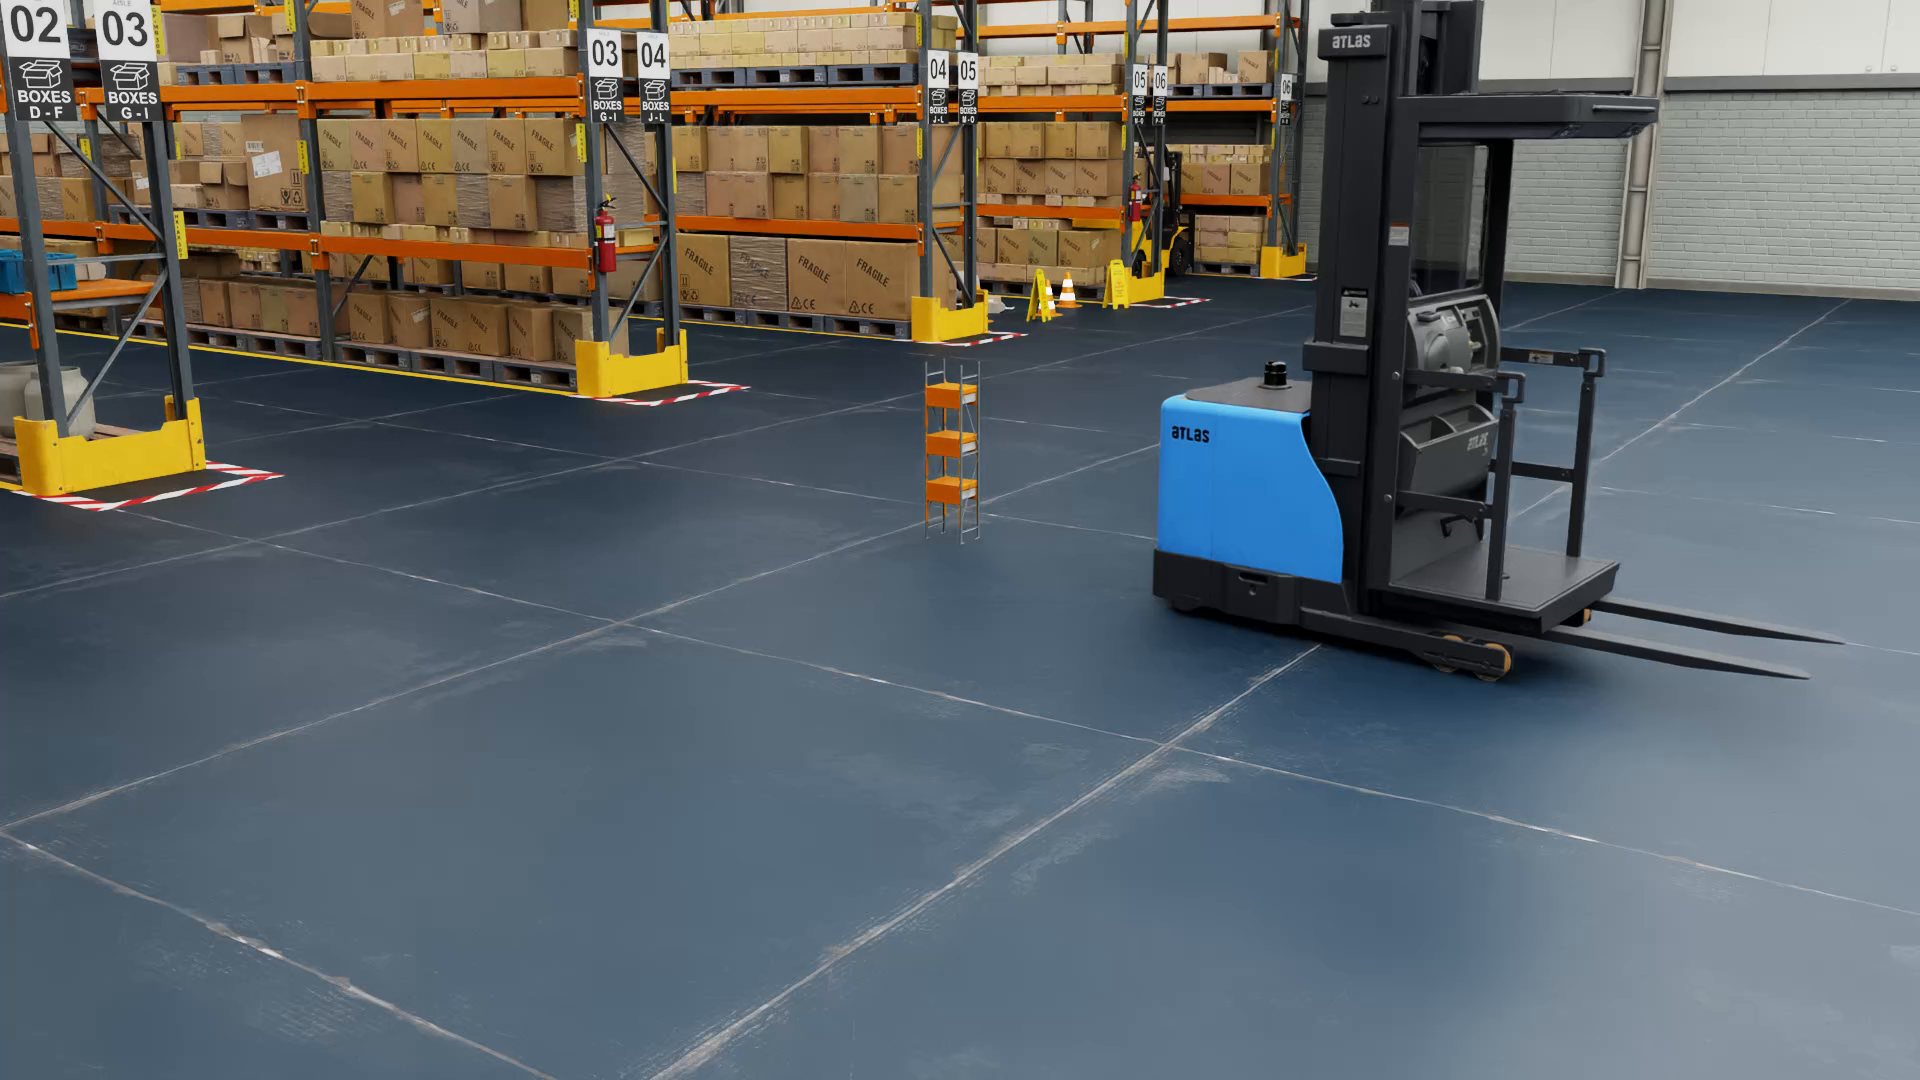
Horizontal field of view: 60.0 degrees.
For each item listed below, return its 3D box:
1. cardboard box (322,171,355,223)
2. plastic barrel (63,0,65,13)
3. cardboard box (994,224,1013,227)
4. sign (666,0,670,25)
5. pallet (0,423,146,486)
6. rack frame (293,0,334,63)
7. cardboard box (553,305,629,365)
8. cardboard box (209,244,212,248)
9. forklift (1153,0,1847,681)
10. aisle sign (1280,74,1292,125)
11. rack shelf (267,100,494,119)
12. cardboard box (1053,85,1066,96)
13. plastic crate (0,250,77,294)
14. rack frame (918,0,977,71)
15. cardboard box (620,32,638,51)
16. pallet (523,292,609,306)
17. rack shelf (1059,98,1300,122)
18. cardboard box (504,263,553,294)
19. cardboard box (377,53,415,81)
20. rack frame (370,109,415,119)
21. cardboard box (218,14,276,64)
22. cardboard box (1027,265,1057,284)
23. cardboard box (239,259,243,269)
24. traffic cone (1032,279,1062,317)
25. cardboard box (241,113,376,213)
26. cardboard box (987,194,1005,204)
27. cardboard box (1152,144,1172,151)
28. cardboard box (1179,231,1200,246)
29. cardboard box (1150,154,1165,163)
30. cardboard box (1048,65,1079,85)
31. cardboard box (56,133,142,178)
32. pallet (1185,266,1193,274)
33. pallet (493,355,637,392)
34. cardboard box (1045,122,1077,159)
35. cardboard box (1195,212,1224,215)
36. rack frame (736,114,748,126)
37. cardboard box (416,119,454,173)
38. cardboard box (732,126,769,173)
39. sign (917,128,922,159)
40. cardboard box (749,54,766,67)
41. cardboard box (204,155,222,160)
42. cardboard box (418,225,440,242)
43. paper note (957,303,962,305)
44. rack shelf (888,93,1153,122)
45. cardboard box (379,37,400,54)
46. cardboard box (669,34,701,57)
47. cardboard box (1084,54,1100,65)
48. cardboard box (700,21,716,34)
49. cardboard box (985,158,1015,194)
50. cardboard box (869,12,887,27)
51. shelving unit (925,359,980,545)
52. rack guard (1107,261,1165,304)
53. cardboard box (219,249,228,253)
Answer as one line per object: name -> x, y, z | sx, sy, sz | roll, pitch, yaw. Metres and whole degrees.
cardboard box -> -5.965, -3.522, 16.980 | 0.500, 0.500, 0.875 | 9, 17, 33
plastic barrel -> -6.223, -3.786, 10.863 | 0.708, 0.830, 0.600 | 9, 17, 33
cardboard box -> 0.715, -4.449, 24.839 | 0.500, 0.500, 0.500 | 10, 17, 36
sign -> -2.682, -4.853, 15.126 | 0.005, 0.325, 0.100 | 9, 17, 33
pallet -> -6.509, -0.635, 11.947 | 1.213, 0.211, 1.003 | 9, 17, 33
rack frame -> -6.303, -6.313, 16.600 | 0.127, 3.000, 1.000 | 9, 17, 33
cardboard box -> -3.493, -1.942, 15.756 | 0.500, 0.500, 0.500 | 13, 19, 43
cardboard box -> -11.798, -4.770, 26.669 | 0.250, 0.149, 0.380 | 9, 17, 33
forklift -> 2.437, -0.944, 7.538 | 3.031, 2.935, 1.130 | 11, 18, 38
aisle sign -> 5.204, -7.026, 26.552 | 0.004, 0.787, 0.394 | 9, 17, 33
rack shelf -> -8.430, -6.288, 24.238 | 4.000, 0.370, 1.077 | 9, 17, 33
cardboard box -> 1.495, -6.284, 23.244 | 0.250, 0.149, 0.380 | 9, 17, 33
plastic crate -> -6.331, -1.813, 11.213 | 0.616, 0.251, 0.499 | 9, 17, 33
rack frame -> -0.132, -6.752, 18.373 | 0.127, 3.000, 1.000 | 9, 17, 33
cardboard box -> -3.084, -4.525, 15.099 | 0.250, 0.149, 0.380 | 9, 17, 32
pallet -> -5.150, -3.275, 22.614 | 1.213, 0.211, 1.003 | 9, 17, 33
rack shelf -> 3.654, -7.206, 27.946 | 4.000, 0.370, 1.077 | 9, 17, 33
cardboard box -> -5.588, -3.809, 22.775 | 0.750, 0.750, 1.050 | 9, 17, 34
cardboard box -> -5.225, -4.534, 15.968 | 0.500, 0.250, 0.500 | 8, 16, 31
rack frame -> -10.730, -6.987, 31.804 | 0.127, 3.000, 1.000 | 9, 17, 33
cardboard box -> -7.420, -5.320, 17.742 | 0.637, 0.503, 0.797 | 10, 17, 35
cardboard box -> 1.300, -3.836, 23.924 | 0.500, 0.250, 0.500 | 9, 17, 33
cardboard box -> -11.180, -4.388, 26.365 | 0.250, 0.149, 0.380 | 9, 16, 31
traffic cone -> 1.132, -3.143, 21.557 | 0.334, 0.463, 0.336 | 9, 17, 33
cardboard box -> -6.885, -4.031, 17.742 | 1.000, 1.000, 1.000 | 9, 17, 33
cardboard box -> 0.591, -4.947, 24.090 | 0.250, 0.149, 0.380 | 9, 17, 33
cardboard box -> 3.423, -6.587, 28.011 | 0.250, 0.149, 0.380 | 9, 17, 33
cardboard box -> 3.885, -5.080, 27.911 | 0.500, 0.250, 0.500 | 9, 16, 32
cardboard box -> 3.384, -6.424, 27.975 | 0.250, 0.149, 0.380 | 9, 16, 32
cardboard box -> 1.562, -6.454, 23.102 | 0.500, 0.250, 0.500 | 9, 16, 32
cardboard box -> -10.220, -4.575, 19.765 | 0.637, 0.503, 0.797 | 10, 17, 35
pallet -> 3.648, -4.735, 28.513 | 1.213, 0.211, 1.003 | 9, 17, 33
pallet -> -3.702, -1.637, 15.999 | 1.213, 0.211, 1.003 | 9, 17, 33
cardboard box -> 1.585, -5.613, 23.349 | 0.500, 0.500, 0.700 | 9, 17, 33
cardboard box -> 4.195, -5.423, 28.256 | 0.500, 0.250, 0.500 | 9, 17, 32
rack frame -> -4.644, -7.440, 33.637 | 0.127, 3.000, 1.000 | 9, 17, 33
cardboard box -> -4.821, -3.770, 15.902 | 0.500, 0.500, 0.500 | 9, 17, 33
cardboard box -> -2.272, -4.767, 20.278 | 0.550, 0.550, 0.875 | 9, 17, 33
sign -> -0.447, -4.411, 18.497 | 0.005, 0.325, 0.100 | 9, 17, 33
cardboard box -> -2.281, -5.676, 19.709 | 0.250, 0.149, 0.380 | 9, 17, 33
cardboard box -> -11.491, -5.788, 26.135 | 0.500, 0.500, 0.500 | 9, 17, 33
cardboard box -> -5.041, -2.992, 16.190 | 0.250, 0.149, 0.380 | 9, 17, 33
paper note -> 0.030, -3.268, 22.984 | 0.148, 0.019, 0.142 | -10, 17, -35
rack shelf -> 0.887, -6.216, 23.946 | 4.000, 0.370, 1.077 | 9, 17, 33
cardboard box -> -5.334, -4.733, 15.940 | 0.250, 0.149, 0.380 | 9, 16, 32
cardboard box -> -3.202, -6.035, 20.330 | 0.500, 0.250, 0.500 | 9, 17, 33
cardboard box -> 1.909, -6.591, 22.826 | 0.250, 0.149, 0.380 | 10, 17, 34
cardboard box -> -2.917, -6.166, 20.027 | 0.250, 0.149, 0.380 | 9, 17, 32
cardboard box -> 0.706, -5.259, 23.999 | 0.500, 0.500, 0.500 | 9, 17, 33
cardboard box -> -0.808, -5.825, 18.651 | 0.250, 0.149, 0.380 | 9, 17, 33
shelving unit -> -0.044, -0.517, 9.726 | 0.252, 1.050, 0.215 | 9, 17, 33
rack guard -> 2.483, -3.638, 23.478 | 0.348, 0.500, 1.175 | 9, 17, 33
cardboard box -> -11.579, -4.582, 26.532 | 0.250, 0.149, 0.380 | 8, 16, 30
